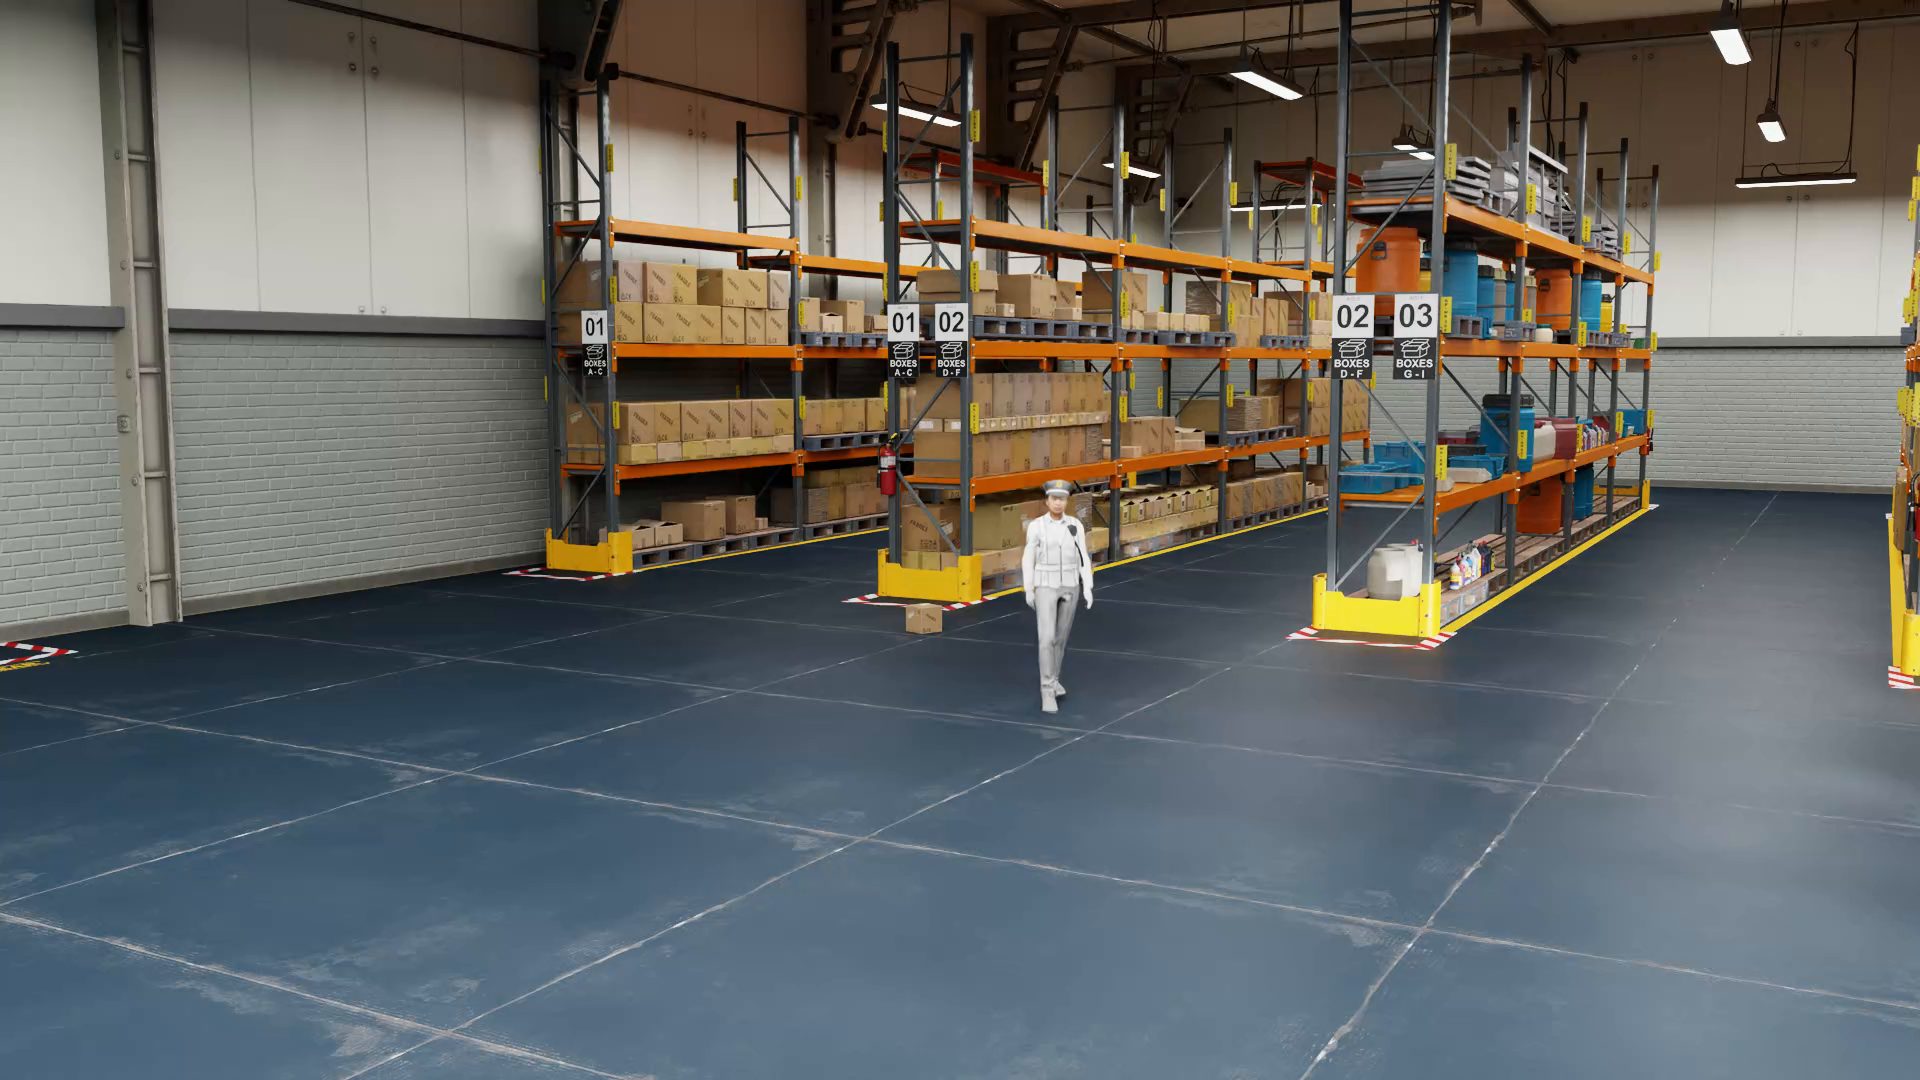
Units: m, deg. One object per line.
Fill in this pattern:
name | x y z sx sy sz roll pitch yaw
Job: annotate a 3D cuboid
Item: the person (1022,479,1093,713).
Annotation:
person | 0.747 0.414 12.507 0.494 1.744 0.695 -1 6 -13
